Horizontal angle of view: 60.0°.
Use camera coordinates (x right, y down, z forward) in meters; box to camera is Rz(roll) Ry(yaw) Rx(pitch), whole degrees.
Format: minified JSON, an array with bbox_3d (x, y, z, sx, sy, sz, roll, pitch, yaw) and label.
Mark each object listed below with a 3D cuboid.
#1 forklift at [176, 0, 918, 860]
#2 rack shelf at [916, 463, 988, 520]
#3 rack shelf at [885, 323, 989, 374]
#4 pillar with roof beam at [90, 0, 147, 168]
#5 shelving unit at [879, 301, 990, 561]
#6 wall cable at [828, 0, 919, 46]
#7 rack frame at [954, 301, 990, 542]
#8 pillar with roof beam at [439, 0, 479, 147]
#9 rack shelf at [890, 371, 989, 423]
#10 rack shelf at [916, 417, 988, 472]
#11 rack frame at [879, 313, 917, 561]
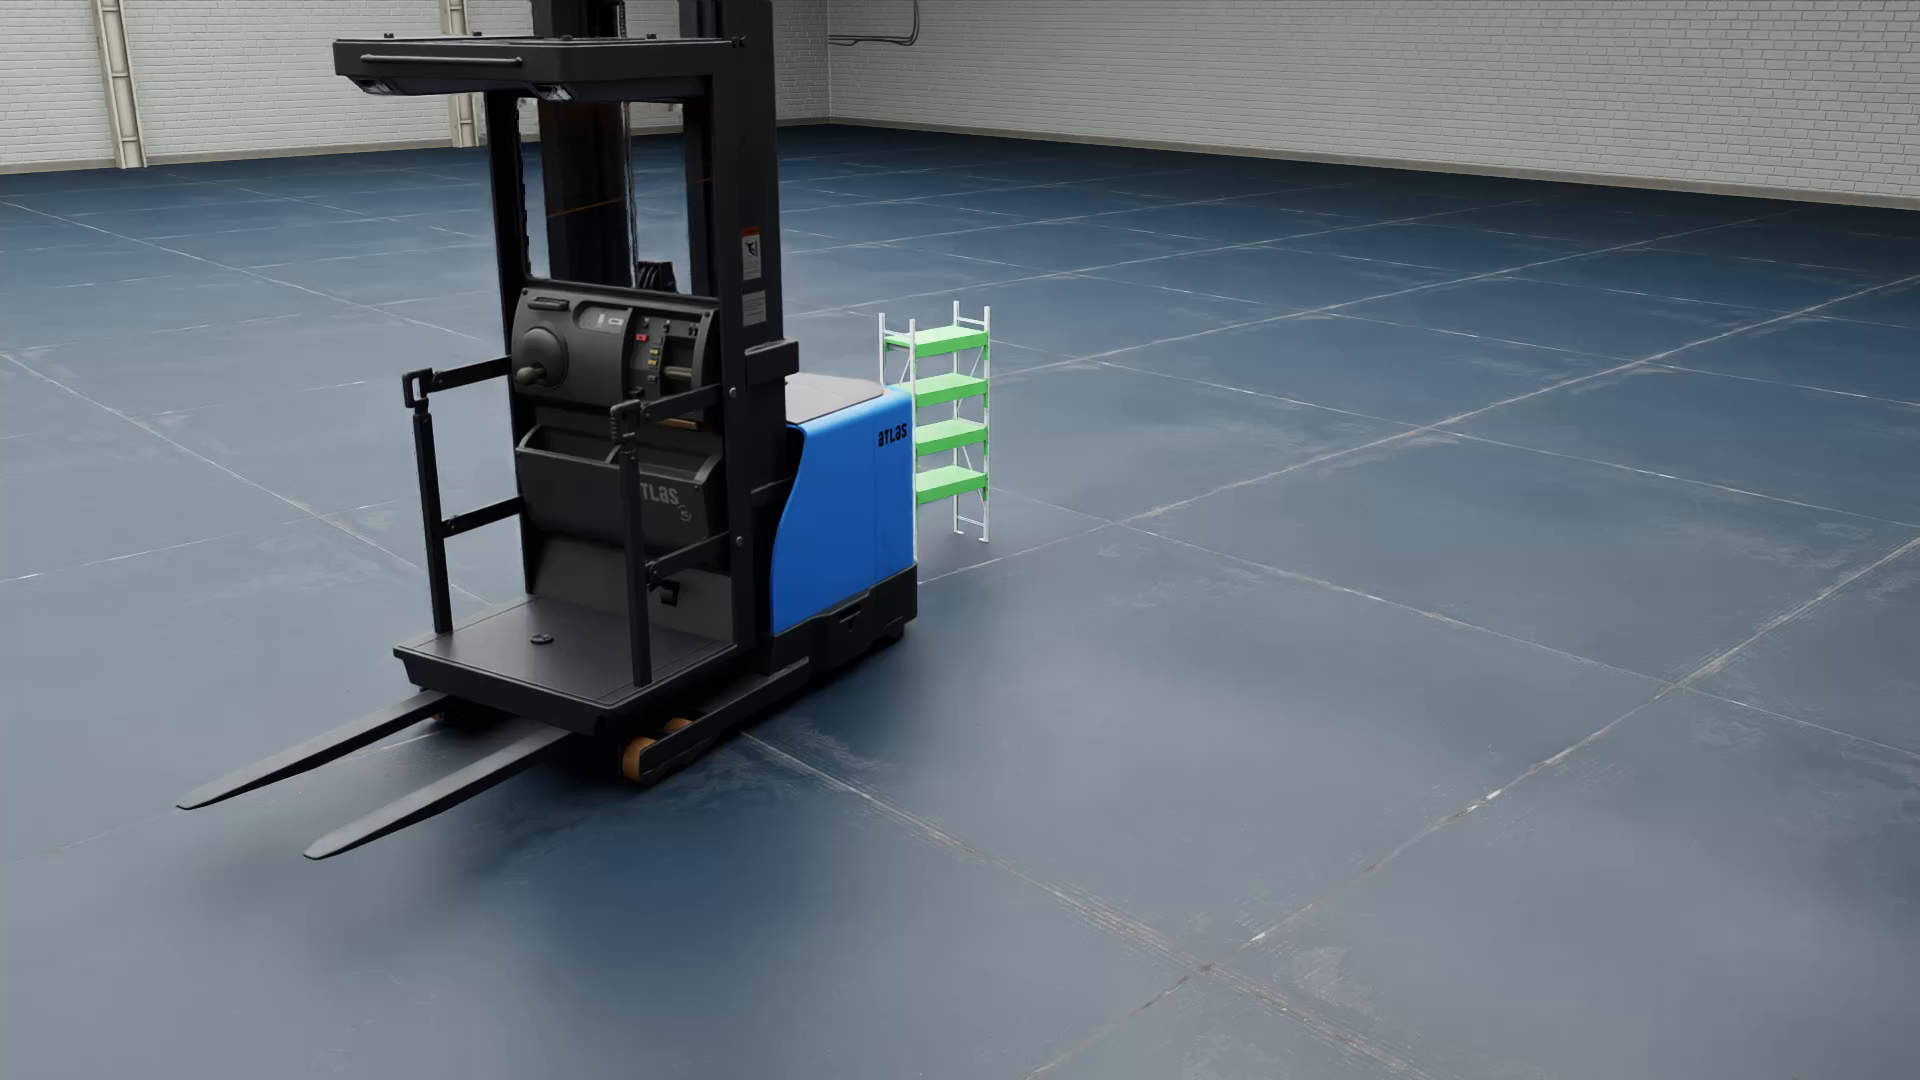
[{"bbox_3d":[-1.383,-0.698,5.886,1.130,2.935,3.031,11,21,30],"label":"forklift"},{"bbox_3d":[-0.120,-0.247,8.285,0.480,0.148,0.258,-16,24,-41],"label":"rack shelf"},{"bbox_3d":[-0.120,-0.932,8.063,0.480,0.148,0.258,-16,24,-41],"label":"rack shelf"},{"bbox_3d":[-10.752,-9.489,23.162,0.400,9.000,9.100,-16,24,-41],"label":"pillar with roof beam"},{"bbox_3d":[-0.120,-0.536,8.191,0.503,1.200,0.258,-16,24,-41],"label":"shelving unit"},{"bbox_3d":[-1.942,-11.848,35.471,0.112,2.526,3.097,-16,24,-41],"label":"wall cable"},{"bbox_3d":[0.057,-0.587,8.351,0.015,1.200,0.240,-16,24,-41],"label":"rack frame"},{"bbox_3d":[-6.393,-10.761,27.083,0.400,9.000,9.100,-16,24,-41],"label":"pillar with roof beam"},{"bbox_3d":[-0.120,-0.703,8.137,0.480,0.148,0.258,-16,24,-41],"label":"rack shelf"},{"bbox_3d":[-0.120,-0.475,8.211,0.480,0.148,0.258,-16,24,-41],"label":"rack shelf"},{"bbox_3d":[-0.298,-0.484,8.032,0.015,1.200,0.240,-16,24,-41],"label":"rack frame"}]
